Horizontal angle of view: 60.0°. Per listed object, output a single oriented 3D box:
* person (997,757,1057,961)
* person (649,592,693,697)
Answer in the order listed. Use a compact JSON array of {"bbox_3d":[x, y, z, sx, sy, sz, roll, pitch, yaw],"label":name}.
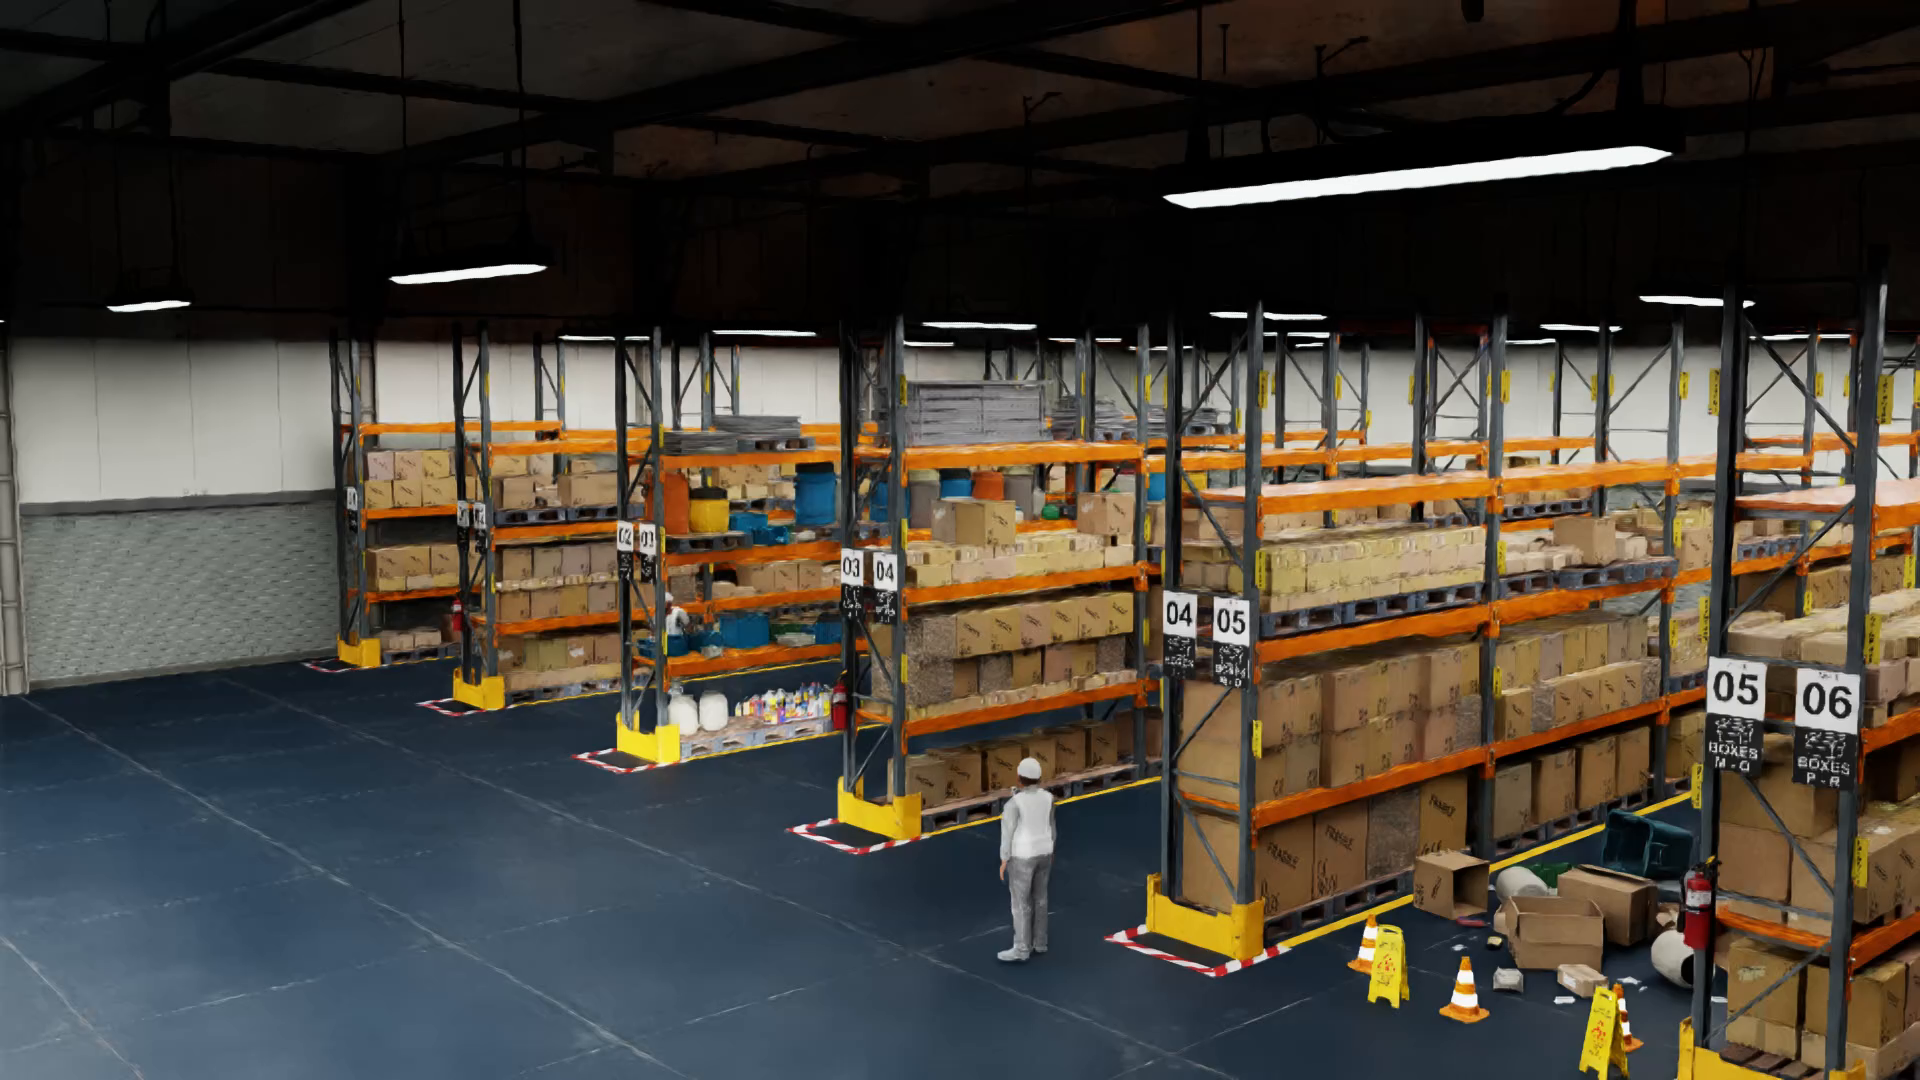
[{"bbox_3d":[0.584,2.810,14.813,0.619,1.771,0.387,-4,7,-34],"label":"person"},{"bbox_3d":[-4.618,1.670,26.642,0.698,1.719,0.792,3,6,28],"label":"person"}]
